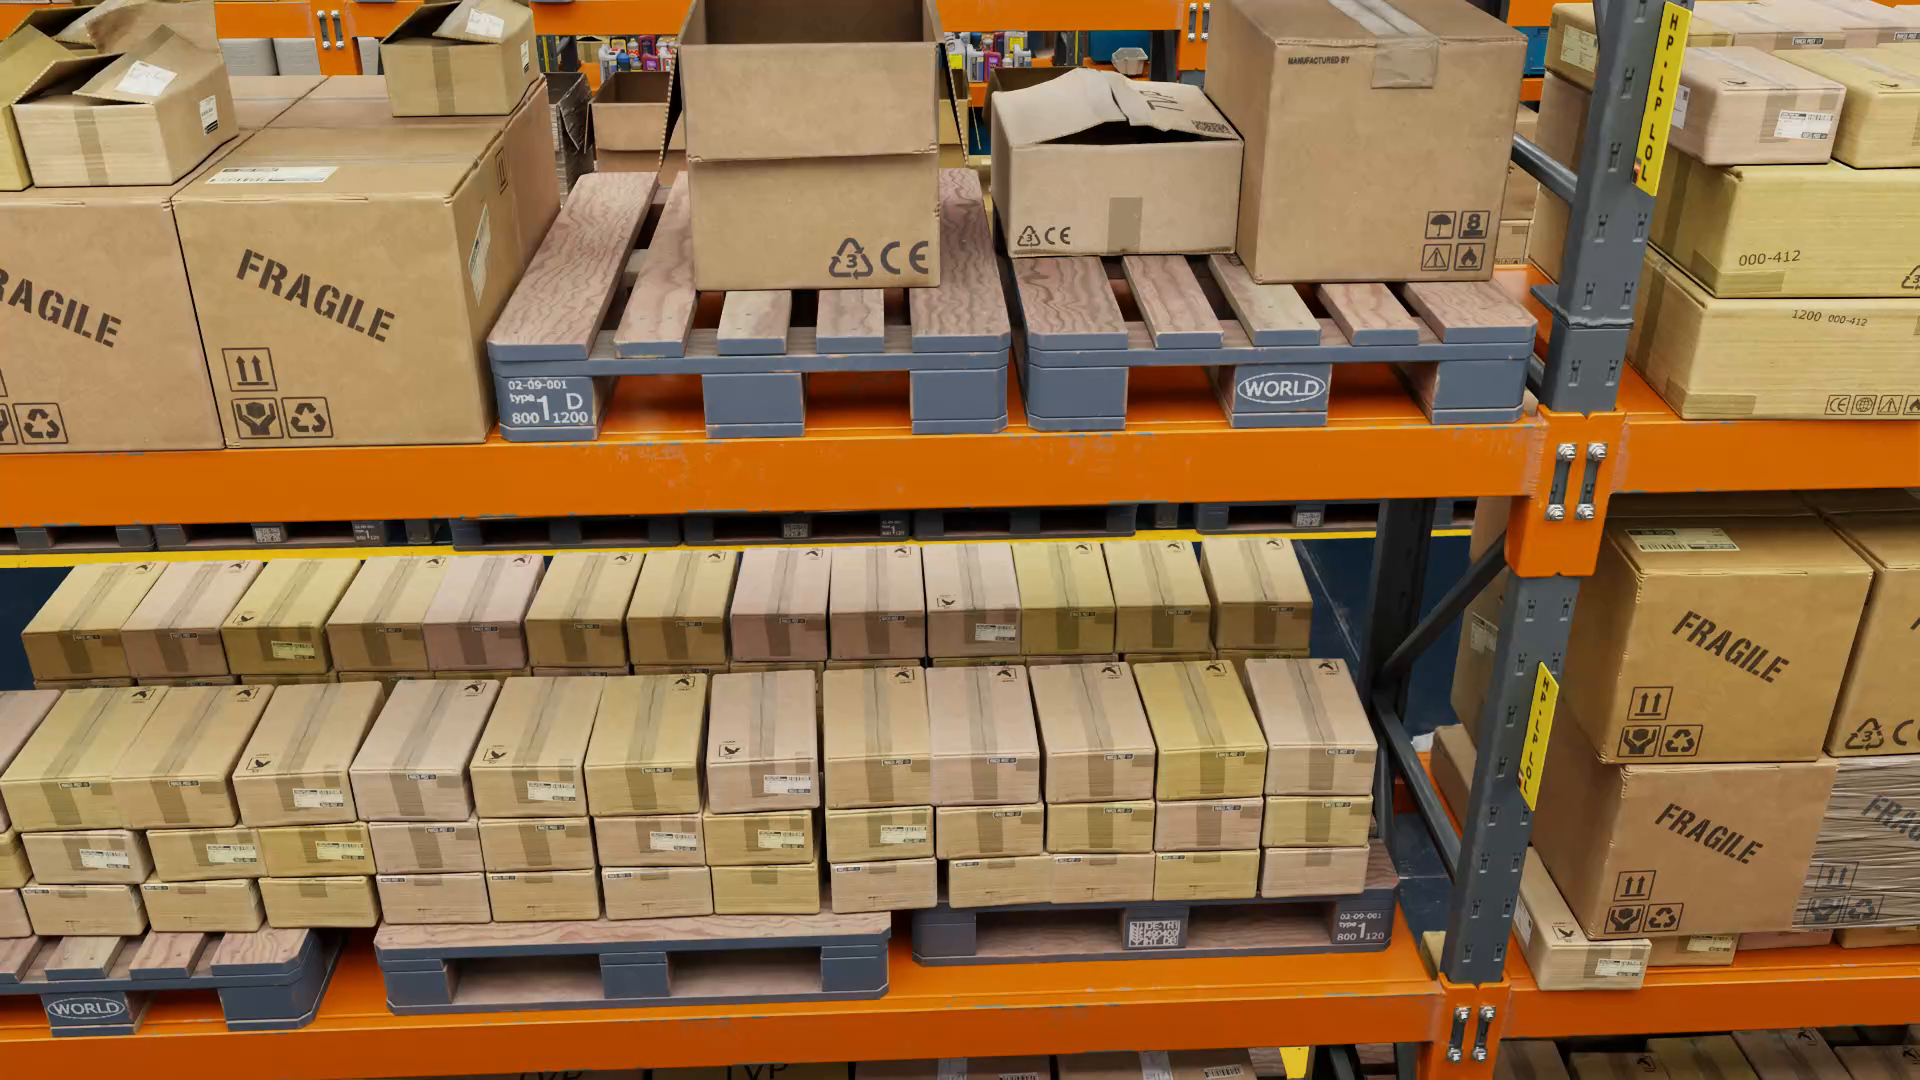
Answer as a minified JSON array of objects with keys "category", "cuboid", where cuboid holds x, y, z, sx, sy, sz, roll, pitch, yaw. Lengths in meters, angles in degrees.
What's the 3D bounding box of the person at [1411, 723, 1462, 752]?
[{"category":"person","cuboid":[2.080,0.357,6.397,0.672,1.652,0.466,3,28,6]}]
